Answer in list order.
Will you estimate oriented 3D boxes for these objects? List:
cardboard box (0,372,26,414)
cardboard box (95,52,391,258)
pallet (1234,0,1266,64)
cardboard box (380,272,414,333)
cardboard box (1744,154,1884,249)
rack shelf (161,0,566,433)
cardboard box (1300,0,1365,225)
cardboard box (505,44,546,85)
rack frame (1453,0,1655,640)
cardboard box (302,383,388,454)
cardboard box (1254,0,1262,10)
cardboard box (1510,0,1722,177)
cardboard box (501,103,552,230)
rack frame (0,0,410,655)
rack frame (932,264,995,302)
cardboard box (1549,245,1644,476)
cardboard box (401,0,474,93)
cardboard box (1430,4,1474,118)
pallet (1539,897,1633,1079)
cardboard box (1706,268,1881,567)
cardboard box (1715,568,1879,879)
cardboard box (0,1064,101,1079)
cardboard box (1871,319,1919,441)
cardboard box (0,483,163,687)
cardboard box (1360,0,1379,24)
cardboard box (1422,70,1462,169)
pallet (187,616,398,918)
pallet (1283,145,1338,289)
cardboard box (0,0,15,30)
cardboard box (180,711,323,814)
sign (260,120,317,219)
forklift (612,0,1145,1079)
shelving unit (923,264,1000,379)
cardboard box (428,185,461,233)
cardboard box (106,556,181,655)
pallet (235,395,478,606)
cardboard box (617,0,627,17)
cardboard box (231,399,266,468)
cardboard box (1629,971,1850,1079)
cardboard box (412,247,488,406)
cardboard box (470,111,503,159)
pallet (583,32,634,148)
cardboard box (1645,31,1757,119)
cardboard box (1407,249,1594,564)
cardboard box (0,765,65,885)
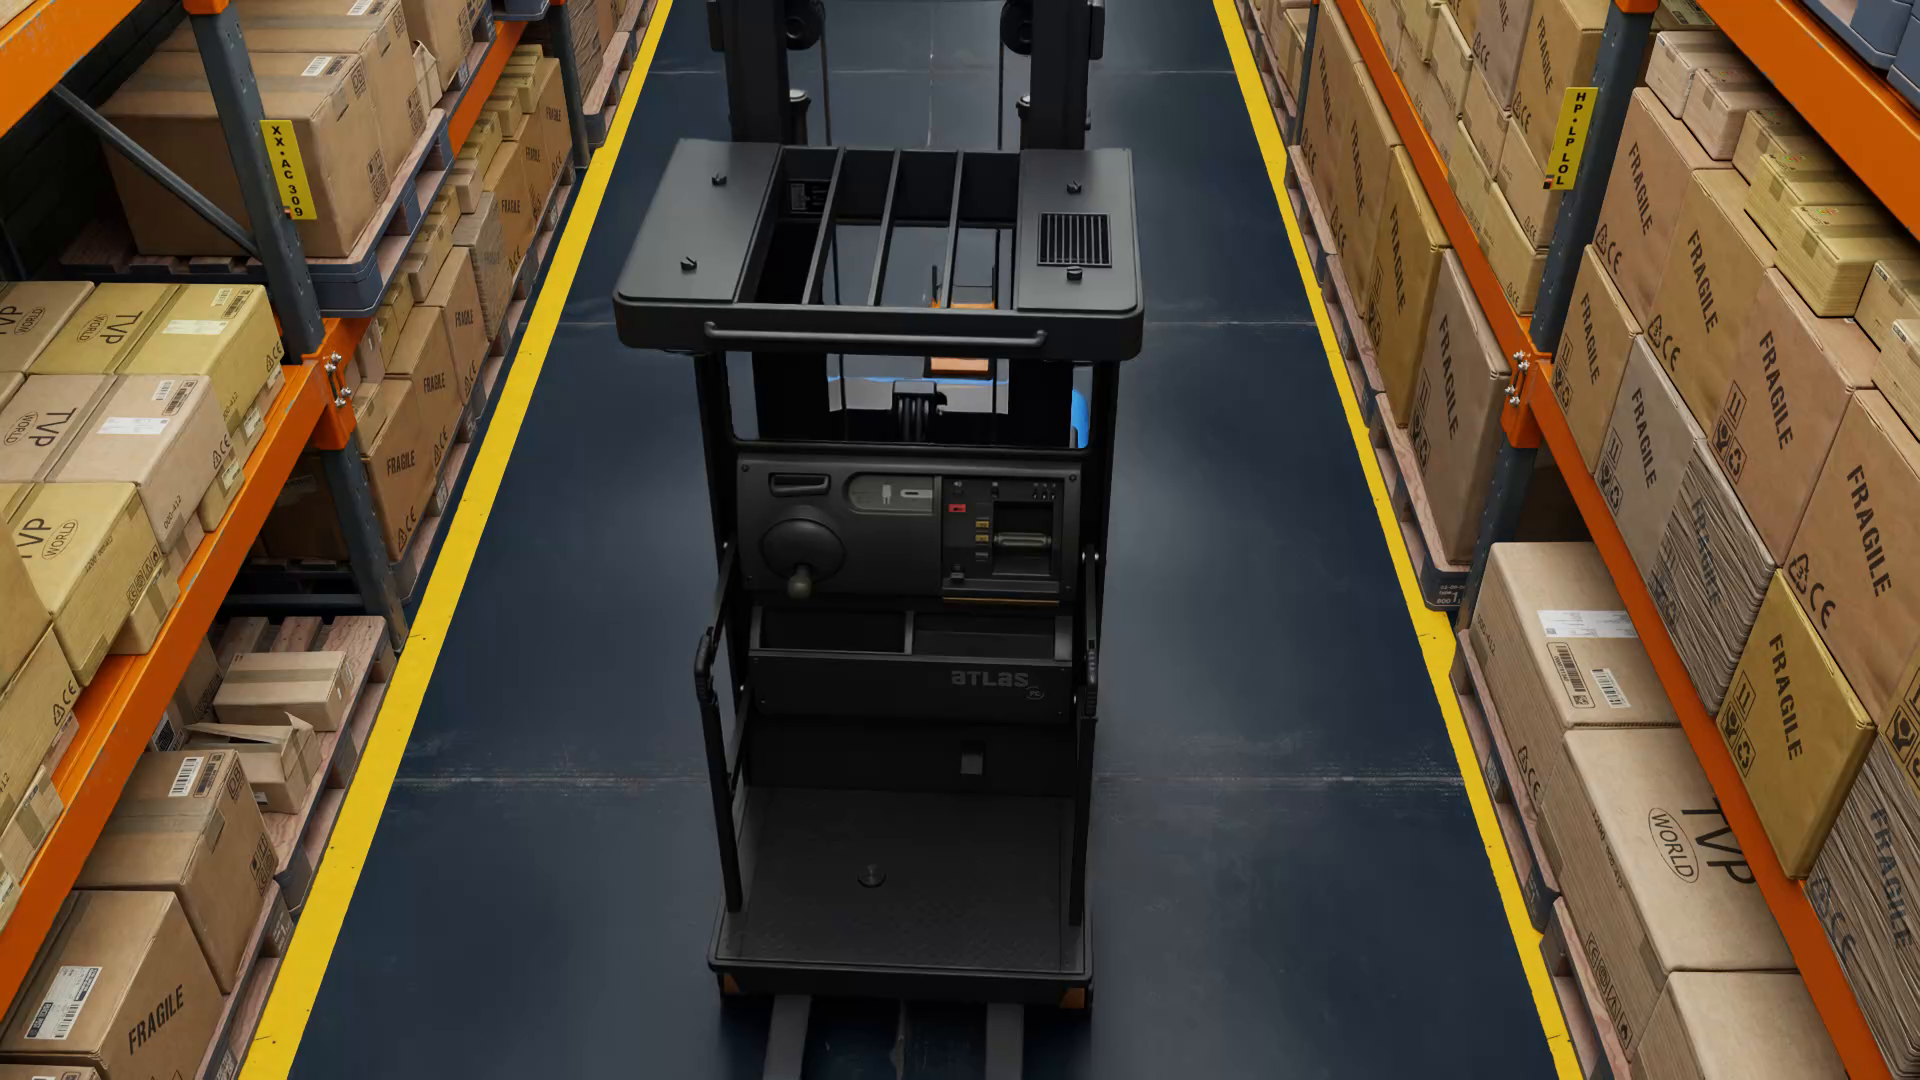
[{"bbox_3d":[-2.851,-0.215,4.502,0.500,0.250,0.500,0,39,0],"label":"cardboard box"},{"bbox_3d":[-2.366,-1.286,5.541,0.700,0.500,0.500,1,39,1],"label":"cardboard box"},{"bbox_3d":[2.372,-3.450,10.886,1.003,0.211,1.213,0,39,0],"label":"pallet"},{"bbox_3d":[-2.426,-0.952,6.684,0.380,0.149,0.250,-1,39,-1],"label":"cardboard box"},{"bbox_3d":[2.114,-0.796,3.946,0.380,0.149,0.250,0,39,0],"label":"cardboard box"},{"bbox_3d":[-2.591,-1.751,7.111,1.077,0.370,4.000,0,39,0],"label":"rack shelf"},{"bbox_3d":[2.288,-2.191,8.449,0.875,0.875,0.875,0,39,0],"label":"cardboard box"},{"bbox_3d":[-2.339,-2.415,8.509,0.380,0.149,0.250,-2,39,-2],"label":"cardboard box"},{"bbox_3d":[2.375,-0.787,5.333,1.000,3.000,0.127,0,39,0],"label":"rack frame"},{"bbox_3d":[-2.323,-0.447,6.053,0.380,0.149,0.250,2,39,2],"label":"cardboard box"},{"bbox_3d":[2.376,-3.716,10.753,0.950,0.372,0.625,1,39,1],"label":"cardboard box"},{"bbox_3d":[2.123,-1.495,5.338,0.500,0.500,0.500,1,39,1],"label":"cardboard box"},{"bbox_3d":[-2.388,-1.893,8.377,0.500,0.500,0.500,-1,39,-1],"label":"cardboard box"},{"bbox_3d":[-2.589,-0.781,5.326,1.000,3.000,0.127,0,39,0],"label":"rack frame"},{"bbox_3d":[0.018,-0.537,6.461,0.240,1.200,0.015,1,39,2],"label":"rack frame"},{"bbox_3d":[2.114,-0.532,4.935,0.500,0.500,0.500,1,39,1],"label":"cardboard box"},{"bbox_3d":[-2.367,-2.101,6.557,0.700,0.500,0.500,0,39,0],"label":"cardboard box"},{"bbox_3d":[2.117,-1.835,6.362,0.500,0.250,0.500,1,39,1],"label":"cardboard box"},{"bbox_3d":[2.302,1.542,4.657,1.003,0.211,1.213,0,39,0],"label":"pallet"},{"bbox_3d":[2.117,-0.282,3.823,0.500,0.500,0.500,1,39,1],"label":"cardboard box"},{"bbox_3d":[2.105,0.416,3.753,0.500,0.500,0.500,1,39,1],"label":"cardboard box"},{"bbox_3d":[-2.452,1.615,3.999,0.700,0.500,0.500,1,39,2],"label":"cardboard box"},{"bbox_3d":[2.099,-0.319,3.351,0.380,0.149,0.250,0,39,0],"label":"cardboard box"},{"bbox_3d":[-2.341,0.105,4.102,0.500,0.250,0.500,0,39,0],"label":"cardboard box"},{"bbox_3d":[2.138,-2.602,7.719,0.500,0.250,0.500,-1,39,-1],"label":"cardboard box"},{"bbox_3d":[2.141,-1.643,6.521,0.500,0.250,0.500,-1,39,-1],"label":"cardboard box"},{"bbox_3d":[-2.589,0.737,5.662,1.003,0.211,1.213,0,39,0],"label":"pallet"},{"bbox_3d":[2.296,-1.707,8.711,1.003,0.211,1.213,0,39,0],"label":"pallet"},{"bbox_3d":[-2.308,-1.154,3.594,0.380,0.149,0.250,0,39,0],"label":"cardboard box"},{"bbox_3d":[-2.294,0.694,5.336,0.396,0.266,0.258,1,39,2],"label":"cardboard box"},{"bbox_3d":[-2.046,-1.124,5.062,0.100,0.325,0.005,0,39,0],"label":"sign"},{"bbox_3d":[-0.149,0.050,4.343,1.130,2.935,3.031,2,39,2],"label":"forklift"},{"bbox_3d":[0.008,-0.385,6.270,0.258,1.200,0.503,1,39,2],"label":"shelving unit"},{"bbox_3d":[-2.417,-1.432,7.283,0.380,0.149,0.250,0,39,0],"label":"cardboard box"},{"bbox_3d":[-2.288,0.165,4.346,0.380,0.149,0.250,-1,39,-1],"label":"cardboard box"},{"bbox_3d":[-2.627,-0.201,6.833,1.003,0.211,1.213,0,39,0],"label":"pallet"},{"bbox_3d":[-2.590,-3.739,10.580,0.875,0.625,0.625,-2,39,-2],"label":"cardboard box"},{"bbox_3d":[-2.314,-0.321,4.953,0.380,0.149,0.250,1,39,1],"label":"cardboard box"},{"bbox_3d":[2.269,1.566,4.111,0.875,0.438,0.875,1,39,1],"label":"cardboard box"},{"bbox_3d":[-2.371,-0.917,7.159,0.500,0.500,0.500,-1,39,-1],"label":"cardboard box"},{"bbox_3d":[-2.397,-1.915,7.885,0.380,0.149,0.250,1,39,1],"label":"cardboard box"},{"bbox_3d":[-2.555,-2.709,9.962,1.003,0.211,1.213,0,39,0],"label":"pallet"},{"bbox_3d":[2.116,-1.271,4.540,0.380,0.149,0.250,-1,39,-1],"label":"cardboard box"},{"bbox_3d":[2.294,-0.509,6.350,0.875,0.875,0.875,1,39,1],"label":"cardboard box"},{"bbox_3d":[-2.283,0.643,3.750,0.380,0.149,0.250,1,39,1],"label":"cardboard box"}]
